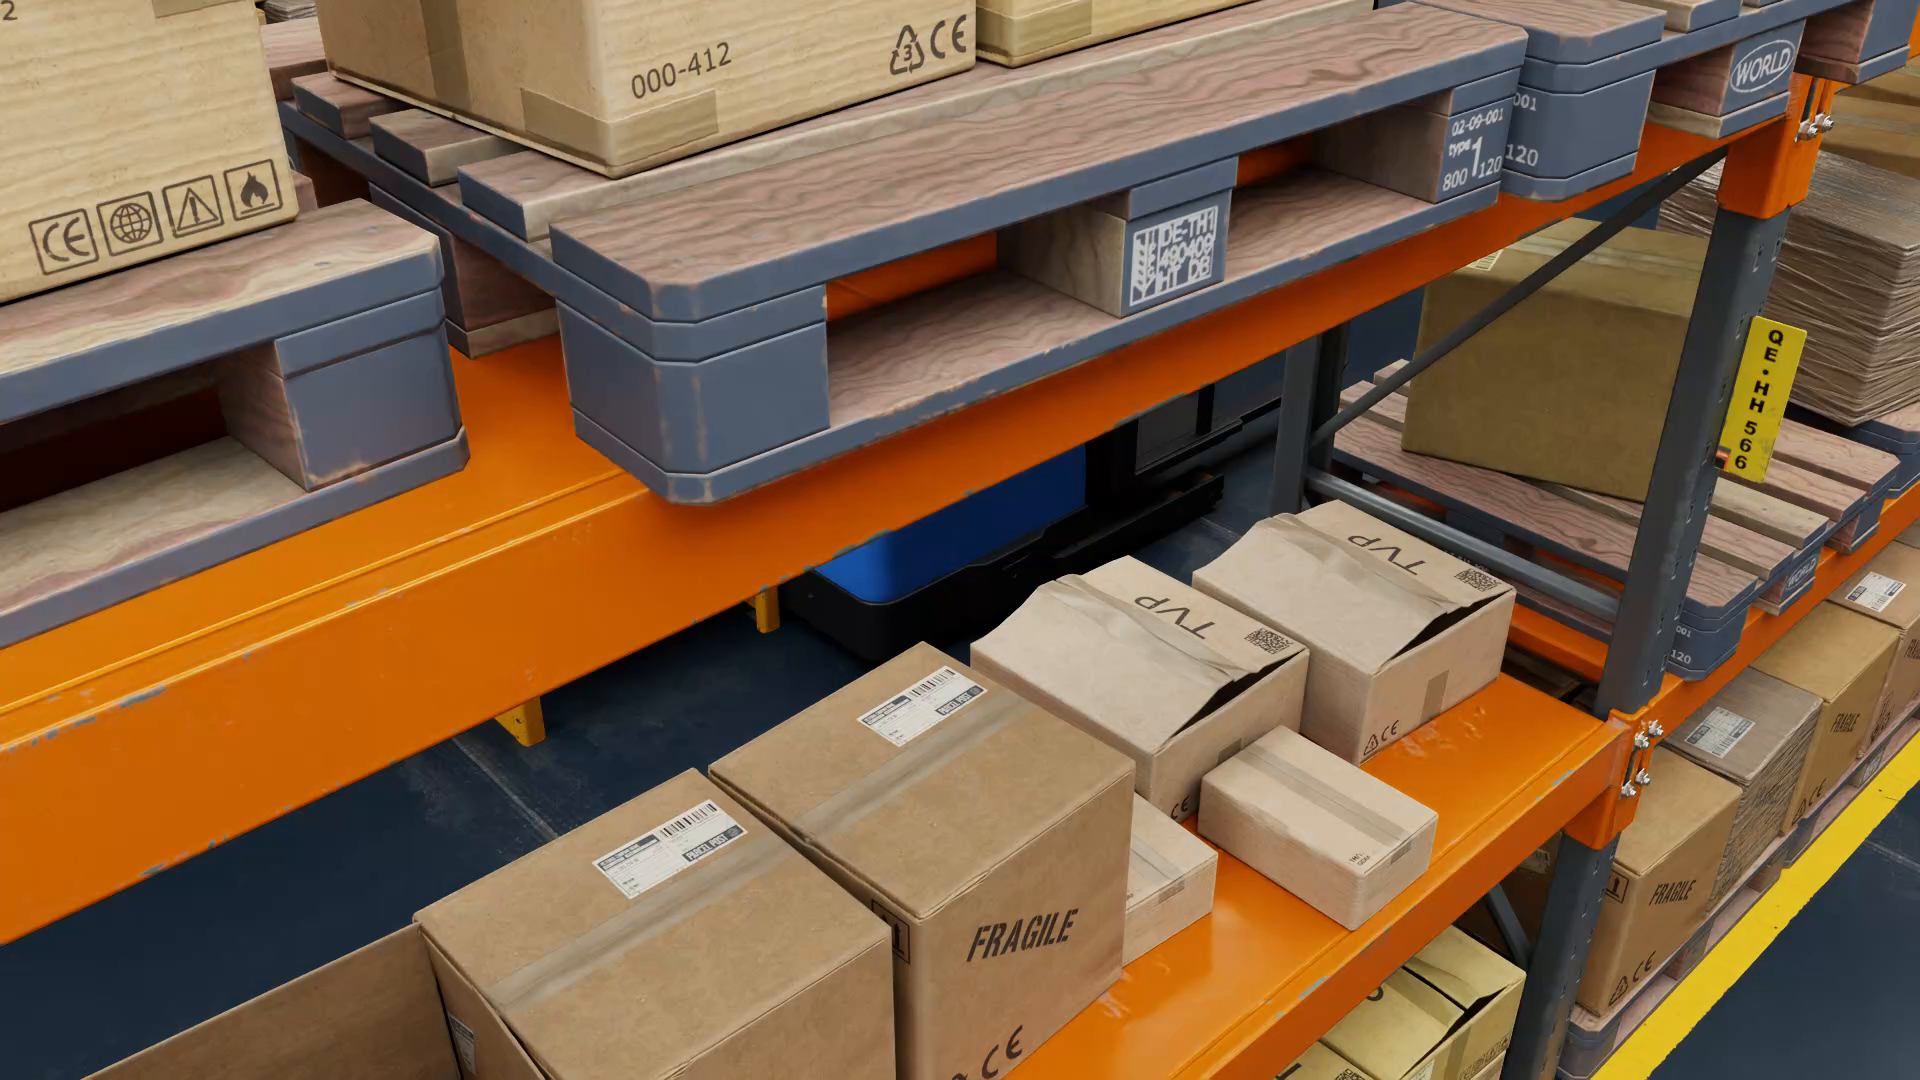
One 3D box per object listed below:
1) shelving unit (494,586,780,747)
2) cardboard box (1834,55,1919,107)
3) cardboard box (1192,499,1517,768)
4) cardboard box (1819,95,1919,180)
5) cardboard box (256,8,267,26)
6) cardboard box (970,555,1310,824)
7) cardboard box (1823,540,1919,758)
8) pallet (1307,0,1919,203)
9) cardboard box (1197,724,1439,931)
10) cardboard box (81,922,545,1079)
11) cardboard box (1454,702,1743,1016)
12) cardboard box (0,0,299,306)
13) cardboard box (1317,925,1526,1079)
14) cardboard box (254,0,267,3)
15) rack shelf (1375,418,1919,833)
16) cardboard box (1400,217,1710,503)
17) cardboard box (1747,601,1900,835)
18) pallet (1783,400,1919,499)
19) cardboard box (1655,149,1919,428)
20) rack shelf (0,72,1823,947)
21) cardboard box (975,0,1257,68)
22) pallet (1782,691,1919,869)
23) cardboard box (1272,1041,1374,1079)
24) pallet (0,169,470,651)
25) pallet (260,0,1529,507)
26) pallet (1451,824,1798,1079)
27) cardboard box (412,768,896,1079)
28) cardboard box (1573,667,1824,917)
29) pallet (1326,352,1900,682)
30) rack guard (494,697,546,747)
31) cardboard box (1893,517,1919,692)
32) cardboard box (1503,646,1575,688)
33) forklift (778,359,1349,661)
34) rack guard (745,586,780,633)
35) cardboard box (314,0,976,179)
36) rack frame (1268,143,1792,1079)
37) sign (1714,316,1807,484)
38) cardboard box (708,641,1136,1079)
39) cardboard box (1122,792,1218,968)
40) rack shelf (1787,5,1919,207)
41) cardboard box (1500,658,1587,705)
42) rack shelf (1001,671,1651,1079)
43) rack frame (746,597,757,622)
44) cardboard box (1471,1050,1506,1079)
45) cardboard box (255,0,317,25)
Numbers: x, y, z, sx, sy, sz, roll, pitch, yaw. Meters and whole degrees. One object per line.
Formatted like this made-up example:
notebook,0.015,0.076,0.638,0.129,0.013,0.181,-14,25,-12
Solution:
shelving unit,-1.259,-0.240,5.706,1.083,1.500,0.587,-26,40,-35
cardboard box,3.130,-1.274,5.460,0.500,0.500,0.700,-19,36,-28
cardboard box,0.861,0.166,3.688,0.500,0.311,0.500,-23,38,-33
cardboard box,2.837,-0.974,4.970,0.700,0.500,0.500,18,36,27
cardboard box,-2.942,-1.729,6.185,0.700,0.500,0.500,25,39,35
cardboard box,0.370,0.297,3.474,0.500,0.311,0.500,-26,40,-36
cardboard box,2.816,0.292,5.372,0.500,0.500,0.500,-27,41,-37
pallet,0.721,-0.908,2.666,1.003,0.211,1.213,-24,39,-33
cardboard box,0.686,0.548,3.220,0.250,0.149,0.380,-26,40,-35
cardboard box,-0.815,0.939,2.243,0.500,0.500,0.500,-23,38,-32
cardboard box,1.686,0.843,4.471,0.500,0.500,0.500,-24,39,-34
cardboard box,-0.916,-0.371,1.347,0.500,0.250,0.500,25,39,34
cardboard box,0.941,1.051,3.852,0.500,0.311,0.500,-25,39,-34
cardboard box,-2.671,-2.131,6.221,0.380,0.149,0.250,22,38,31
rack shelf,2.624,-0.387,5.196,4.000,0.370,1.077,-26,40,-35
cardboard box,1.543,-0.472,4.149,0.700,0.500,0.500,15,35,23
cardboard box,2.437,0.479,5.066,0.500,0.500,0.500,-26,40,-36
pallet,2.581,-0.594,5.030,1.213,0.211,1.003,-26,40,-35
cardboard box,2.343,-0.724,4.560,0.500,0.500,0.700,-18,36,-27
rack shelf,-0.309,-0.247,2.094,4.000,0.370,1.077,-26,40,-35
cardboard box,0.064,-0.805,2.057,0.500,0.250,0.500,-27,40,-36
pallet,2.625,0.525,5.690,1.213,0.211,1.003,-26,40,-35
cardboard box,0.565,1.237,3.547,0.500,0.311,0.500,-27,40,-36
pallet,-1.137,-0.081,1.316,0.805,0.209,1.217,27,41,37
pallet,-0.097,-0.511,2.015,1.213,0.211,1.003,-24,39,-33
pallet,1.731,0.955,4.986,1.213,0.211,1.003,-26,40,-35
cardboard box,-0.447,0.761,2.534,0.500,0.500,0.500,-26,40,-35
cardboard box,2.066,0.655,4.778,0.500,0.500,0.500,-27,41,-37
pallet,1.607,-0.170,4.336,1.003,0.211,1.213,-26,40,-35
rack guard,-1.627,0.468,5.745,0.087,0.250,0.587,-26,40,-35
cardboard box,3.188,0.110,5.669,0.500,0.500,0.500,-25,39,-35
cardboard box,1.722,0.132,4.915,0.500,0.250,0.500,-24,39,-34
forklift,0.461,-1.475,6.352,3.031,2.935,1.130,-26,40,-36
rack guard,-0.892,0.117,6.318,0.087,0.250,0.587,-26,40,-35
cardboard box,-0.332,-0.615,1.746,0.500,0.250,0.500,25,40,35
rack frame,1.158,0.016,3.849,0.127,3.000,1.000,-26,40,-35
sign,1.538,-0.267,3.201,0.005,0.325,0.100,-26,40,-35
cardboard box,-0.061,0.575,2.839,0.500,0.500,0.500,27,40,36
cardboard box,0.261,0.597,3.139,0.250,0.149,0.380,-23,38,-32
rack shelf,2.624,-1.666,4.414,4.000,0.370,1.077,-26,40,-35
cardboard box,1.684,0.473,5.075,0.500,0.500,0.500,-24,39,-34
rack shelf,-0.309,1.032,2.876,4.000,0.370,1.077,-26,40,-35
rack frame,-0.891,-0.416,5.993,0.032,1.500,0.500,-26,40,-35
cardboard box,0.938,1.290,3.999,0.500,0.250,0.500,-25,39,-34
cardboard box,-2.551,-1.938,6.526,0.700,0.500,0.500,24,39,34
